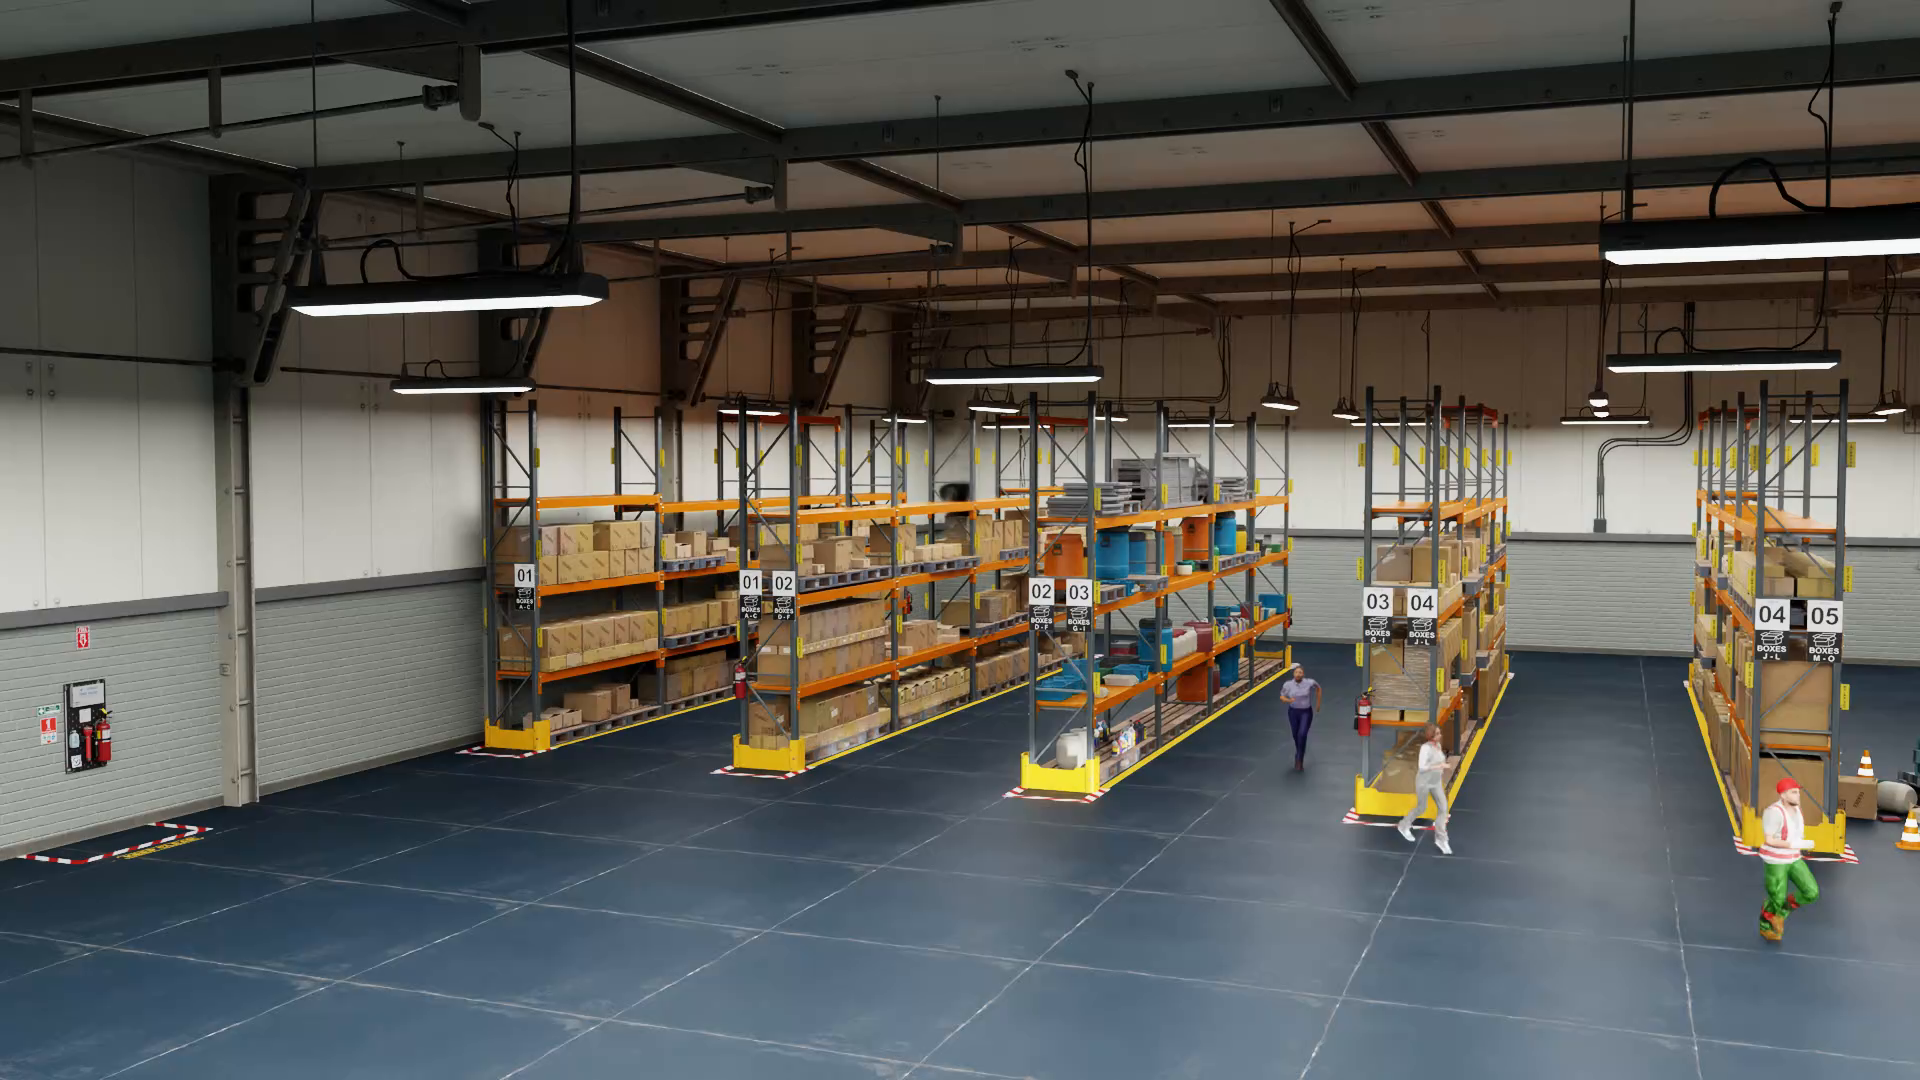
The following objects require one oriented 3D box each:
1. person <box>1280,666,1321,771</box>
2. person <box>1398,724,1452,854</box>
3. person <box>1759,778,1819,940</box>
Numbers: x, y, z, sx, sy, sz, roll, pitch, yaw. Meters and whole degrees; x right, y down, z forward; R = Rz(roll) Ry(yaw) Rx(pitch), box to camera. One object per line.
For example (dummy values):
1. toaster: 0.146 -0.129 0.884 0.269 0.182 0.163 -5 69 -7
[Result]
1. person: 5.514 2.865 26.953 0.627 1.694 0.872 1 3 19
2. person: 5.948 3.164 21.262 0.528 1.654 0.811 -2 3 -36
3. person: 8.464 3.278 16.988 0.704 1.724 0.726 -1 3 -25
